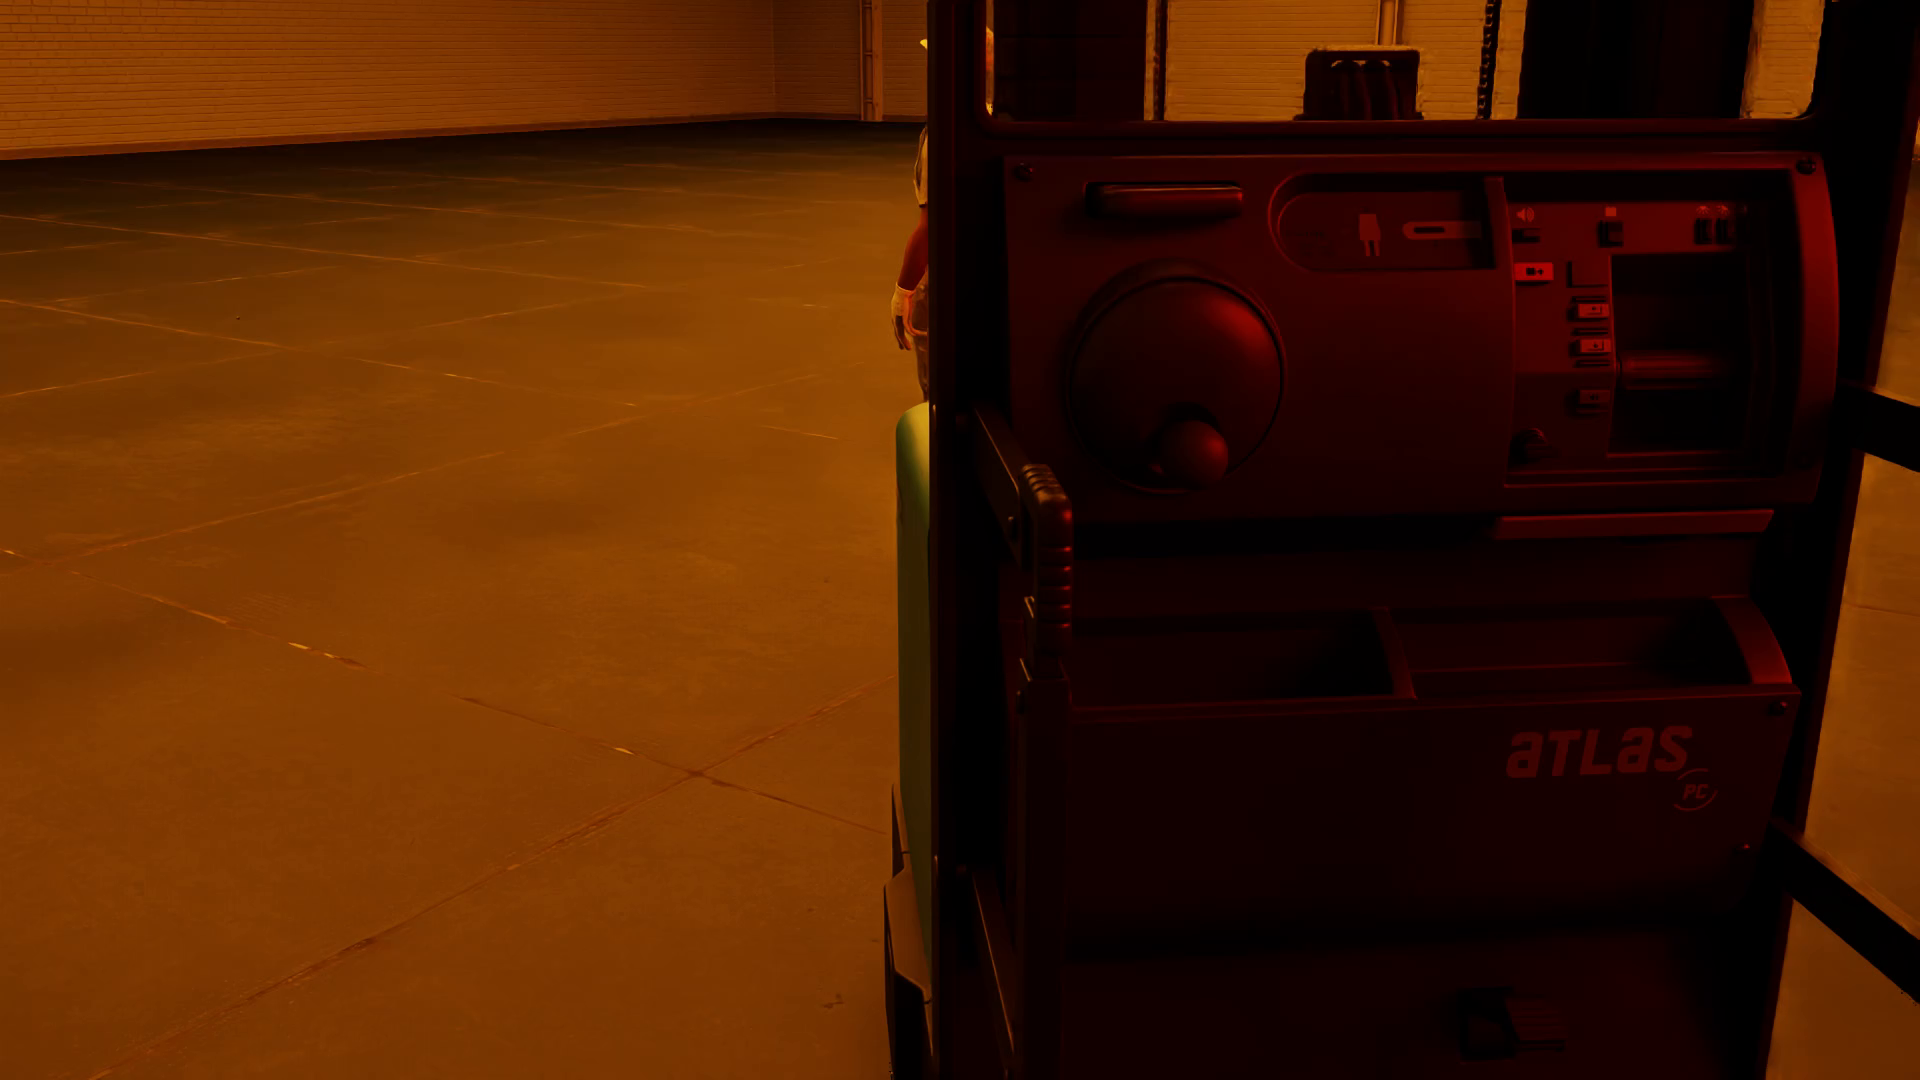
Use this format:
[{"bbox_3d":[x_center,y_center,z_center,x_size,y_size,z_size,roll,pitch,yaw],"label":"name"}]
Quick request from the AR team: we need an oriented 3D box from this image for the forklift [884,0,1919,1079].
[{"bbox_3d":[0.534,-0.236,1.621,1.130,2.935,3.031,-2,17,-6],"label":"forklift"}]

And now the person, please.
[{"bbox_3d":[-0.054,-0.875,5.737,0.577,1.781,0.656,11,20,33],"label":"person"}]
